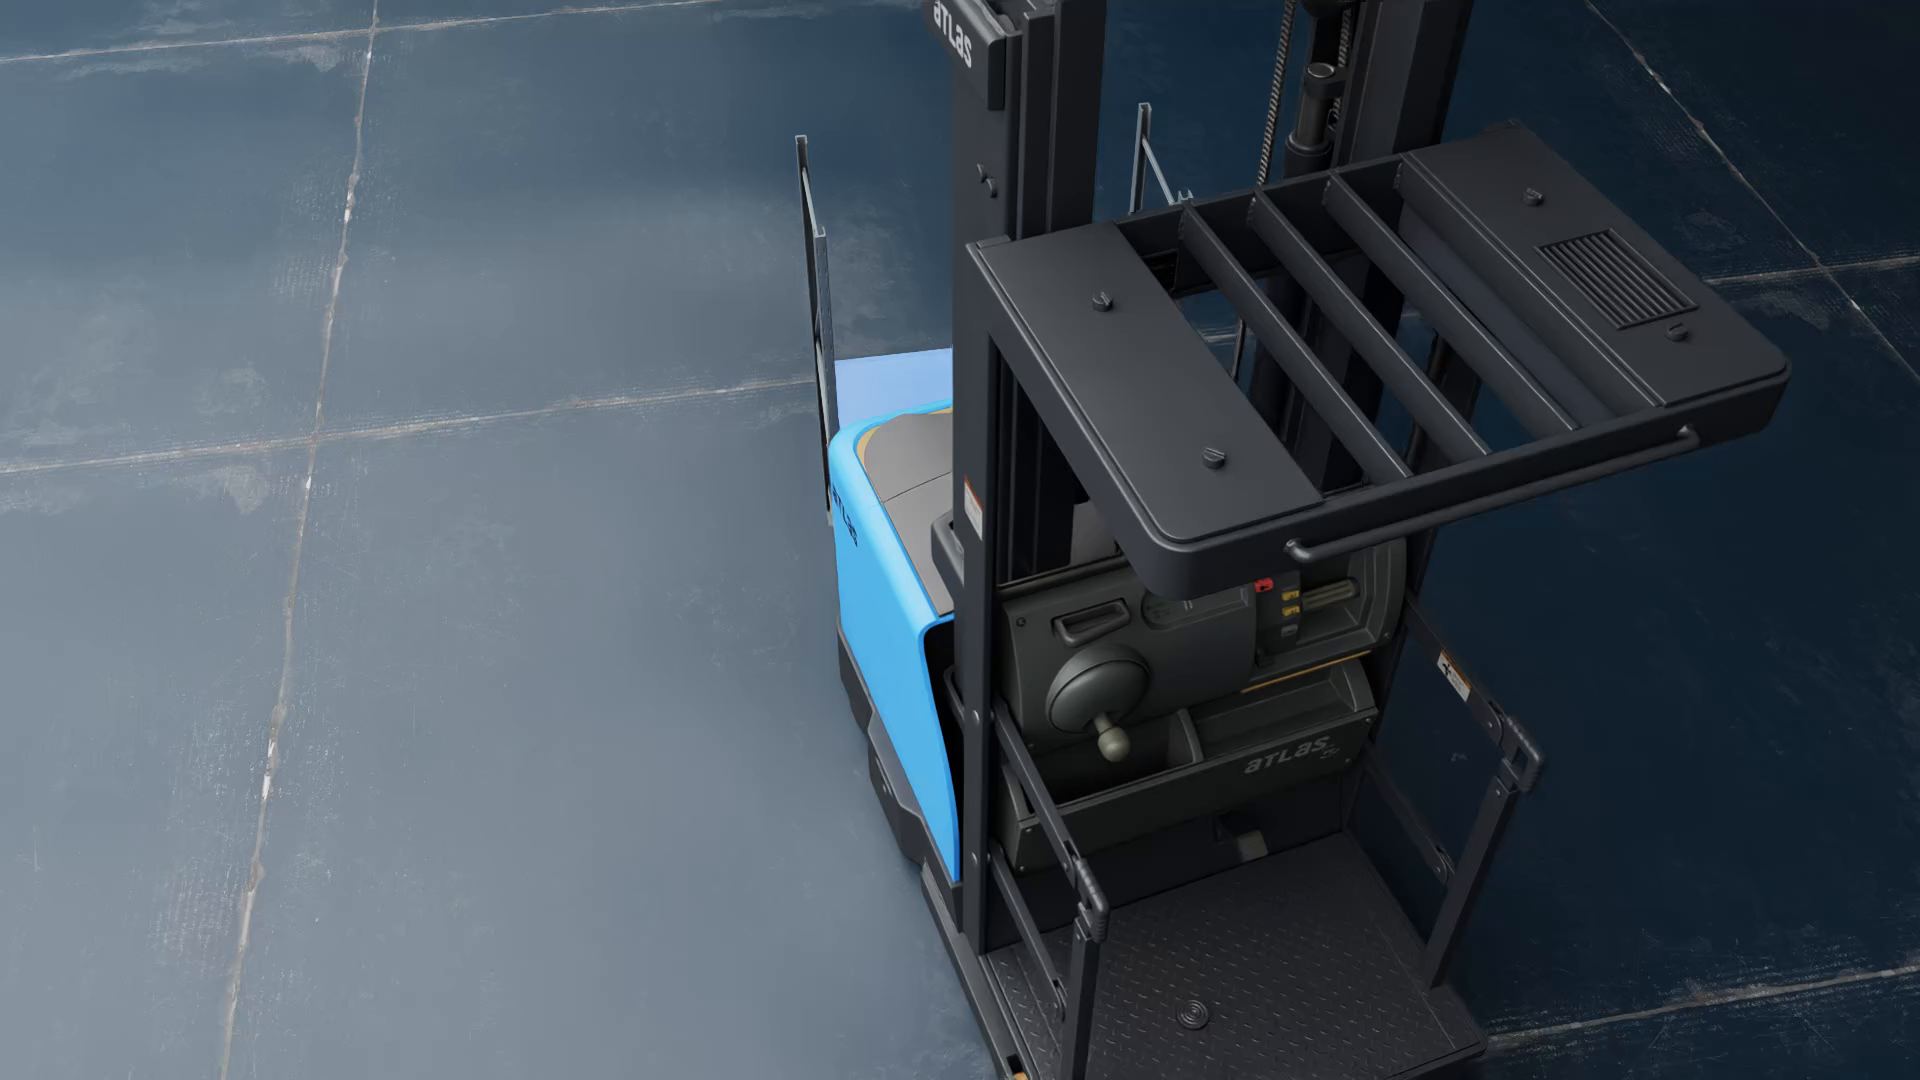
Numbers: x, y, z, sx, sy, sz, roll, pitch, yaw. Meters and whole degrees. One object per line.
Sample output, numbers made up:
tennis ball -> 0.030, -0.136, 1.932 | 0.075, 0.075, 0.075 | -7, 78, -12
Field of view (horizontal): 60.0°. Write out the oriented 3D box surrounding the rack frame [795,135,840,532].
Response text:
rack frame -> -0.417, -0.468, 5.160 | 0.032, 1.500, 0.500 | -7, 46, -7

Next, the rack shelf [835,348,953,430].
rack shelf -> 0.084, -0.406, 5.350 | 1.000, 0.185, 0.538 | -7, 46, -7

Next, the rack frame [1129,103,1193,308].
rack frame -> 0.585, -0.593, 5.280 | 0.032, 1.500, 0.500 | -7, 46, -7

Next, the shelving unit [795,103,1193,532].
shelving unit -> 0.084, -0.531, 5.220 | 1.048, 1.500, 0.538 | -7, 46, -7

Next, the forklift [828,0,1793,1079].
forklift -> 0.623, 0.287, 3.439 | 1.130, 2.935, 3.031 | -15, 48, -14
